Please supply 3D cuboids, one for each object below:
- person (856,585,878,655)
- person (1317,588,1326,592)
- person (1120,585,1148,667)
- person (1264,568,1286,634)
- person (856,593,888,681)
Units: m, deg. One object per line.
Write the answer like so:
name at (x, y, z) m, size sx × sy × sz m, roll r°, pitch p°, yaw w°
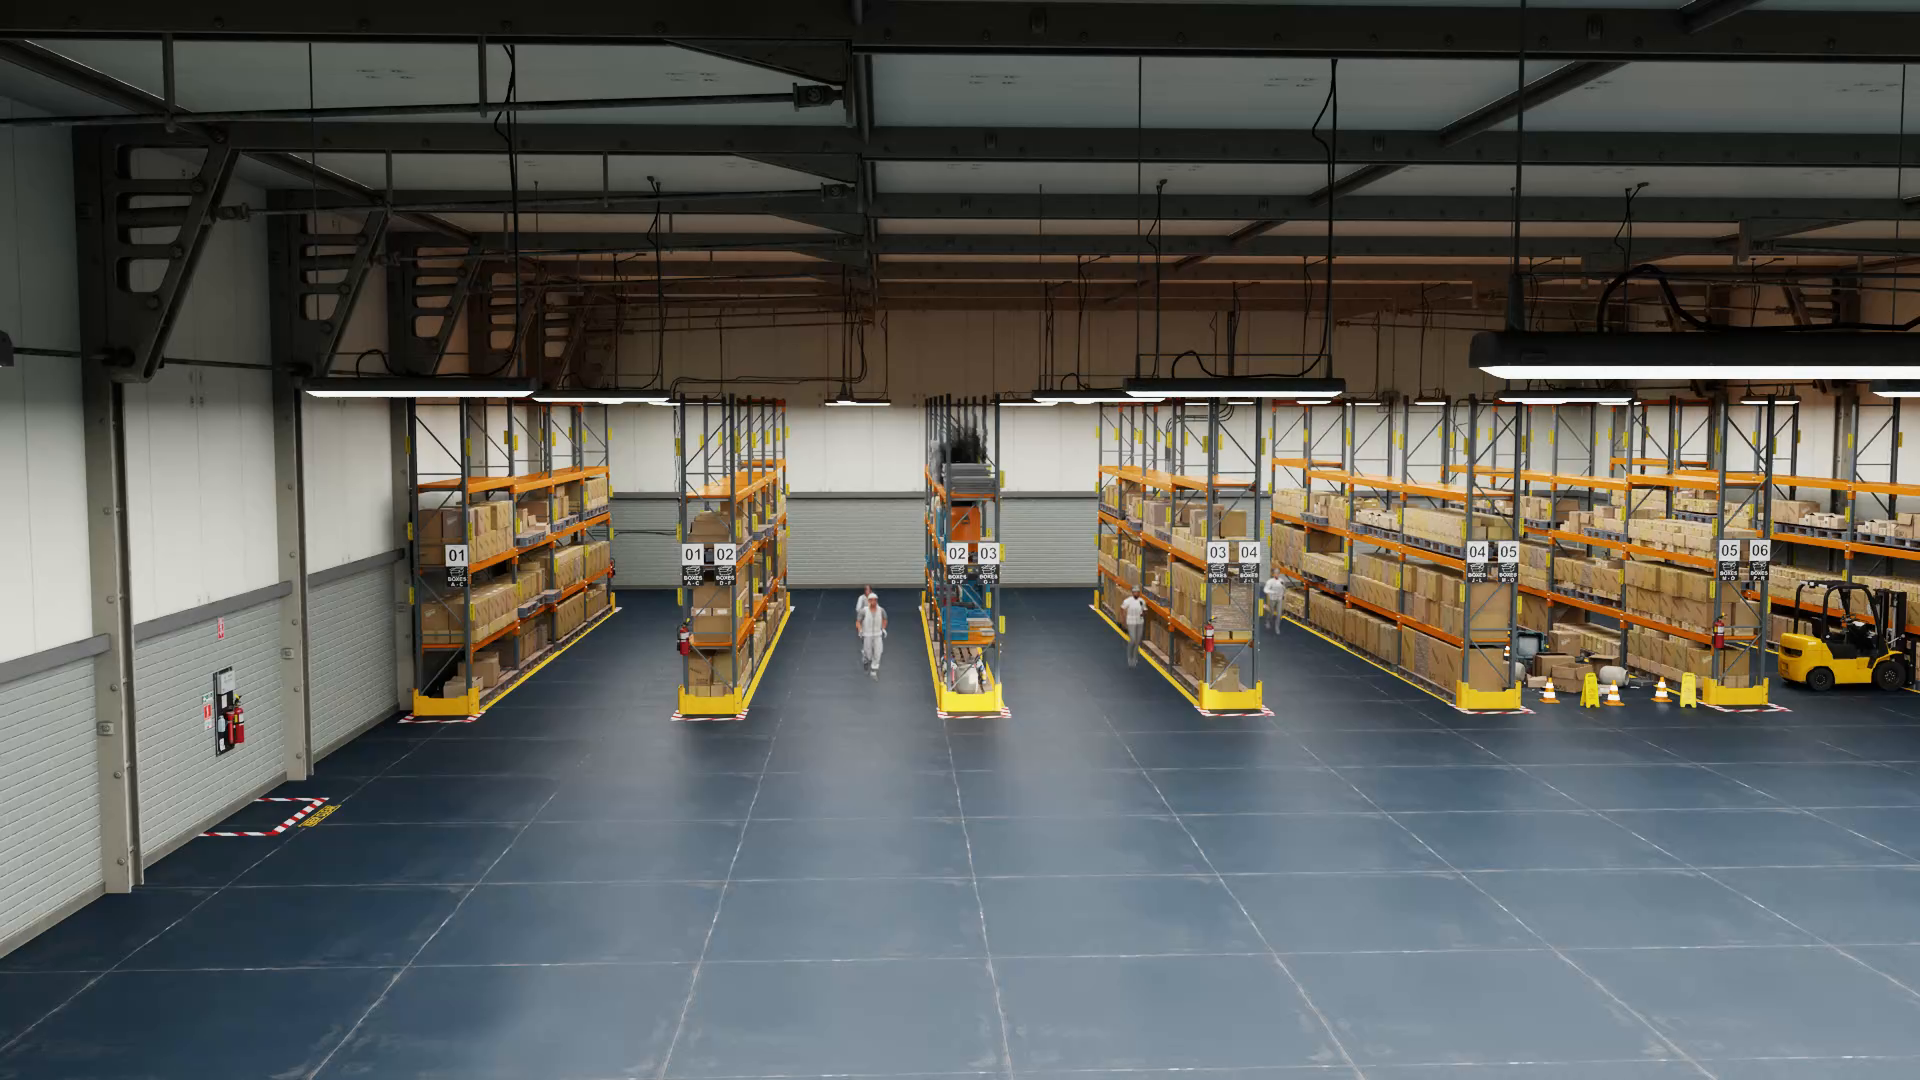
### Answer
person at (-2.008, 1.782, 36.406) m, size 0.545 × 1.612 × 0.820 m, roll -1°, pitch 5°, yaw -17°
person at (10.517, 1.023, 48.523) m, size 0.722 × 1.764 × 0.793 m, roll -2°, pitch 5°, yaw -27°
person at (3.716, 1.828, 35.253) m, size 0.546 × 1.739 × 0.658 m, roll -1°, pitch 5°, yaw -11°
person at (8.034, 1.528, 42.391) m, size 0.620 × 1.675 × 0.806 m, roll -1°, pitch 5°, yaw -8°
person at (-1.766, 1.927, 33.392) m, size 0.646 × 1.751 × 0.711 m, roll -1°, pitch 5°, yaw -14°
